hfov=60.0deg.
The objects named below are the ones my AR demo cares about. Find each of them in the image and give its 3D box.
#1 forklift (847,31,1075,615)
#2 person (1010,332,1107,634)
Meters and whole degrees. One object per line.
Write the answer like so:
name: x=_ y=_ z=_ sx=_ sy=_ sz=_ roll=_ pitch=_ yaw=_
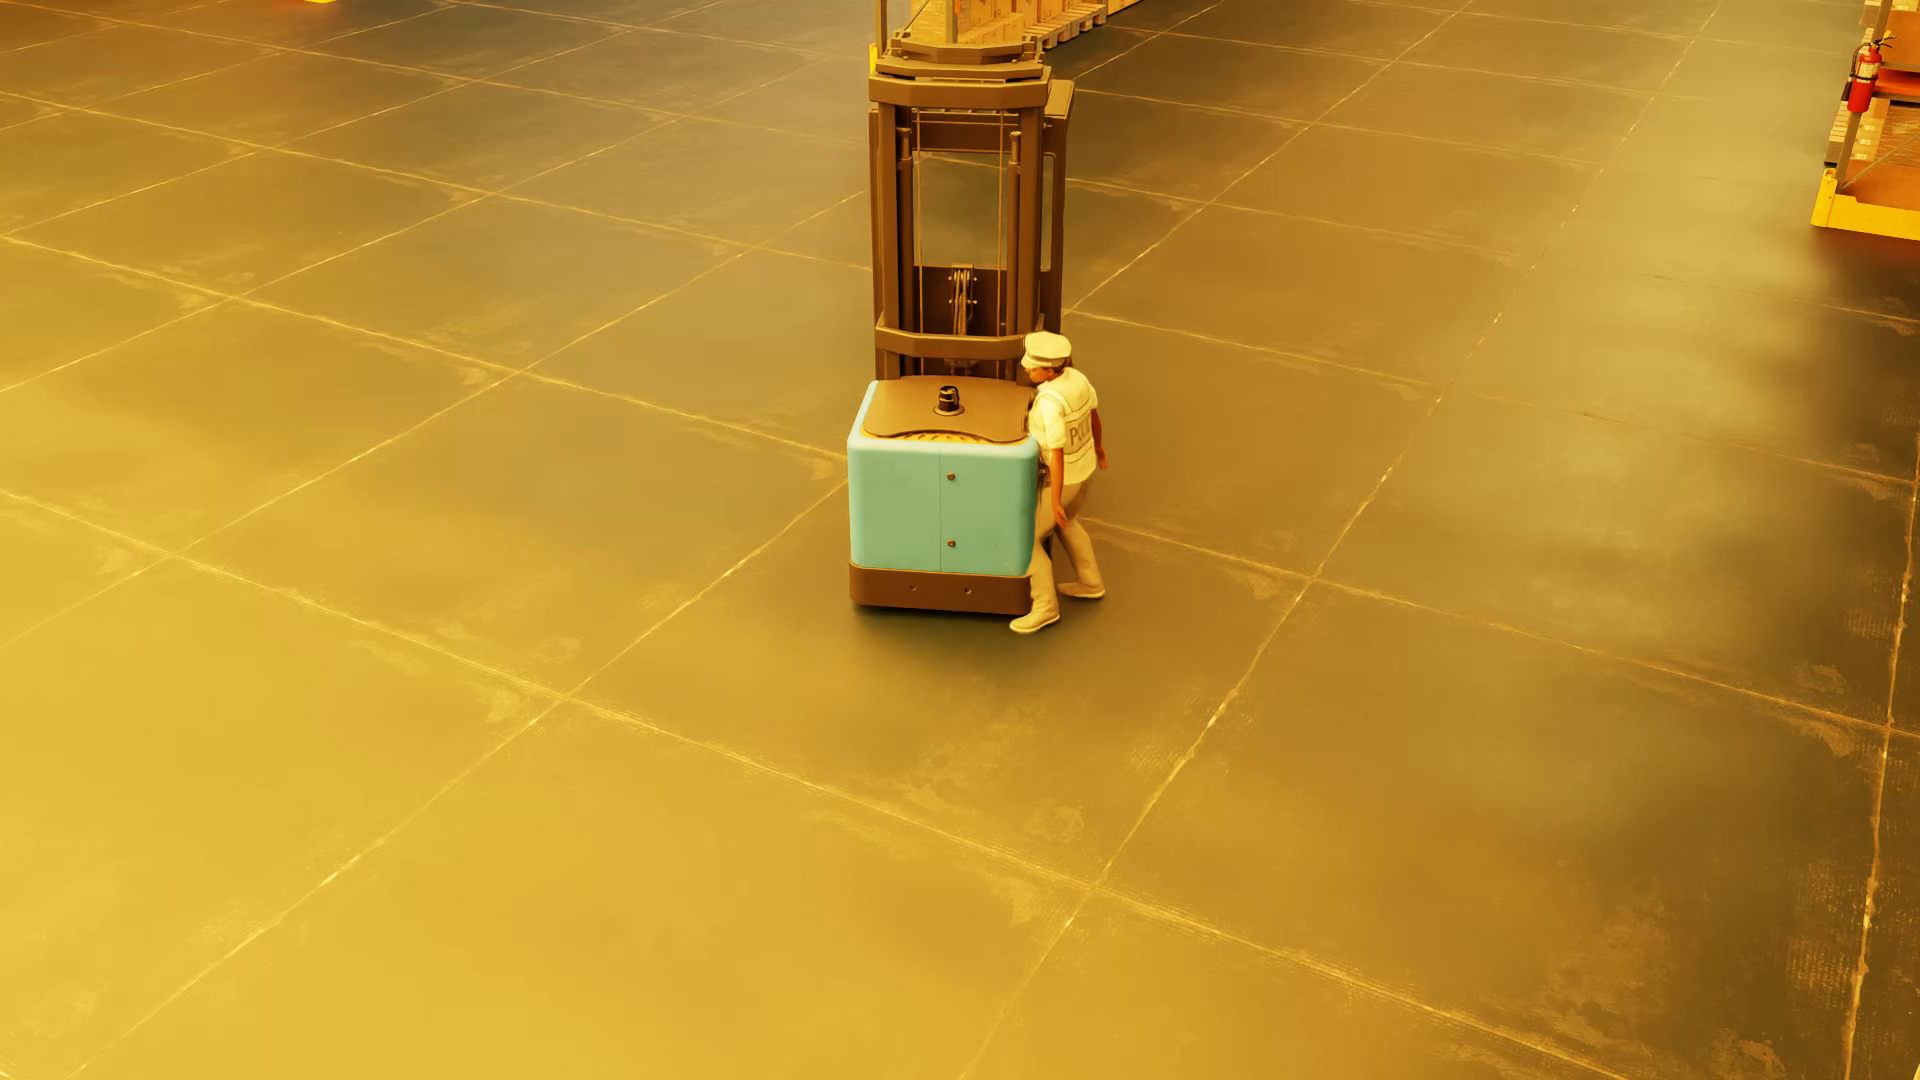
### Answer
forklift: x=0.072 y=-1.572 z=9.794 sx=1.130 sy=2.935 sz=3.031 roll=3 pitch=30 yaw=6
person: x=0.554 y=-0.336 z=9.002 sx=0.431 sy=1.635 sz=0.810 roll=15 pitch=33 yaw=24
